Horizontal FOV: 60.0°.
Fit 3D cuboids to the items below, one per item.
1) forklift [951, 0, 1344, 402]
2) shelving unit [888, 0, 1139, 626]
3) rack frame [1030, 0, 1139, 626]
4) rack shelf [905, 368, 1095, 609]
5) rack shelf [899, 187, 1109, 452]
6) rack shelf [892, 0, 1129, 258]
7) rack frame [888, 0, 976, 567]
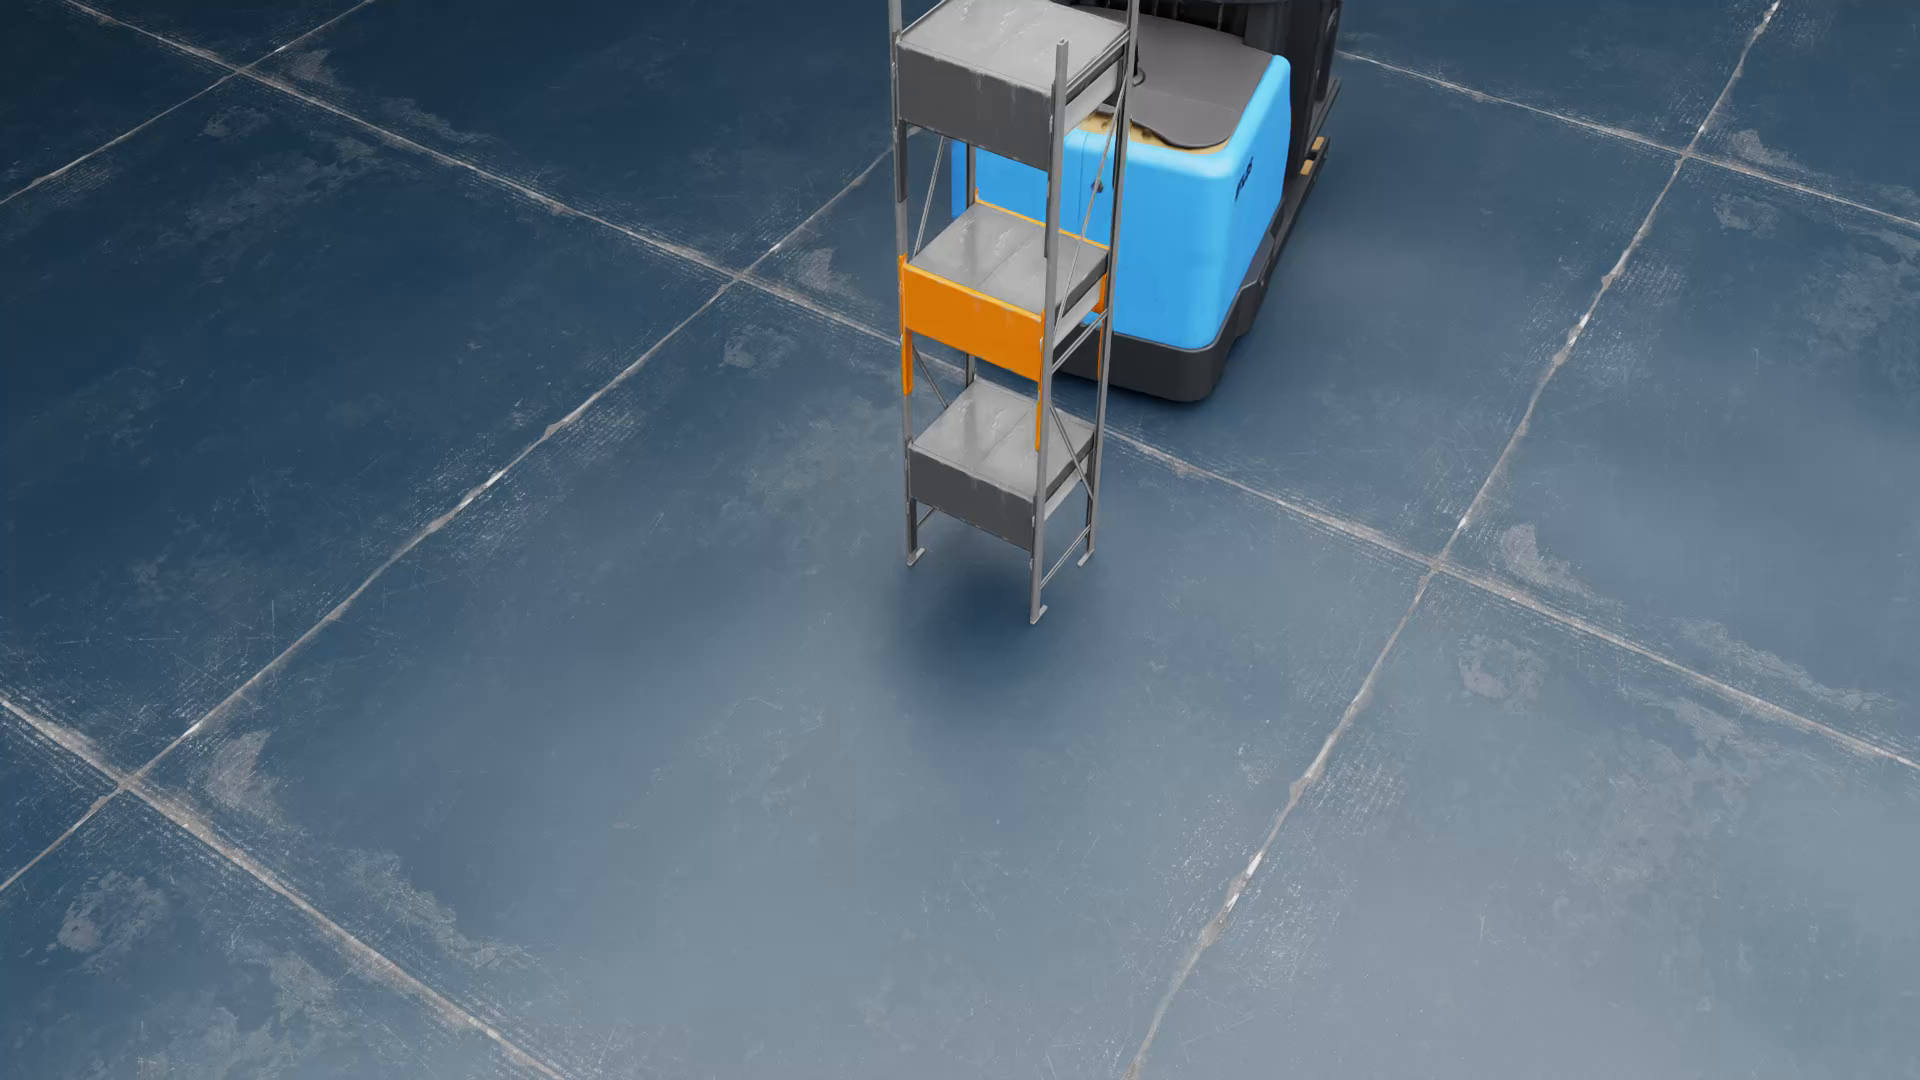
[{"bbox_3d":[0.976,-2.605,6.238,1.130,2.935,3.031,16,48,15],"label":"forklift"},{"bbox_3d":[0.139,-0.668,4.935,0.503,2.100,0.431,25,51,22],"label":"shelving unit"},{"bbox_3d":[0.345,-0.573,4.843,0.015,2.100,0.400,25,51,22],"label":"rack frame"},{"bbox_3d":[0.139,-0.170,5.446,0.480,0.518,0.431,25,51,22],"label":"rack shelf"},{"bbox_3d":[0.139,-0.658,4.944,0.480,0.518,0.431,25,51,22],"label":"rack shelf"},{"bbox_3d":[0.139,-1.146,4.442,0.480,0.518,0.431,25,51,22],"label":"rack shelf"},{"bbox_3d":[-0.066,-0.762,5.026,0.015,2.100,0.400,25,51,22],"label":"rack frame"}]
